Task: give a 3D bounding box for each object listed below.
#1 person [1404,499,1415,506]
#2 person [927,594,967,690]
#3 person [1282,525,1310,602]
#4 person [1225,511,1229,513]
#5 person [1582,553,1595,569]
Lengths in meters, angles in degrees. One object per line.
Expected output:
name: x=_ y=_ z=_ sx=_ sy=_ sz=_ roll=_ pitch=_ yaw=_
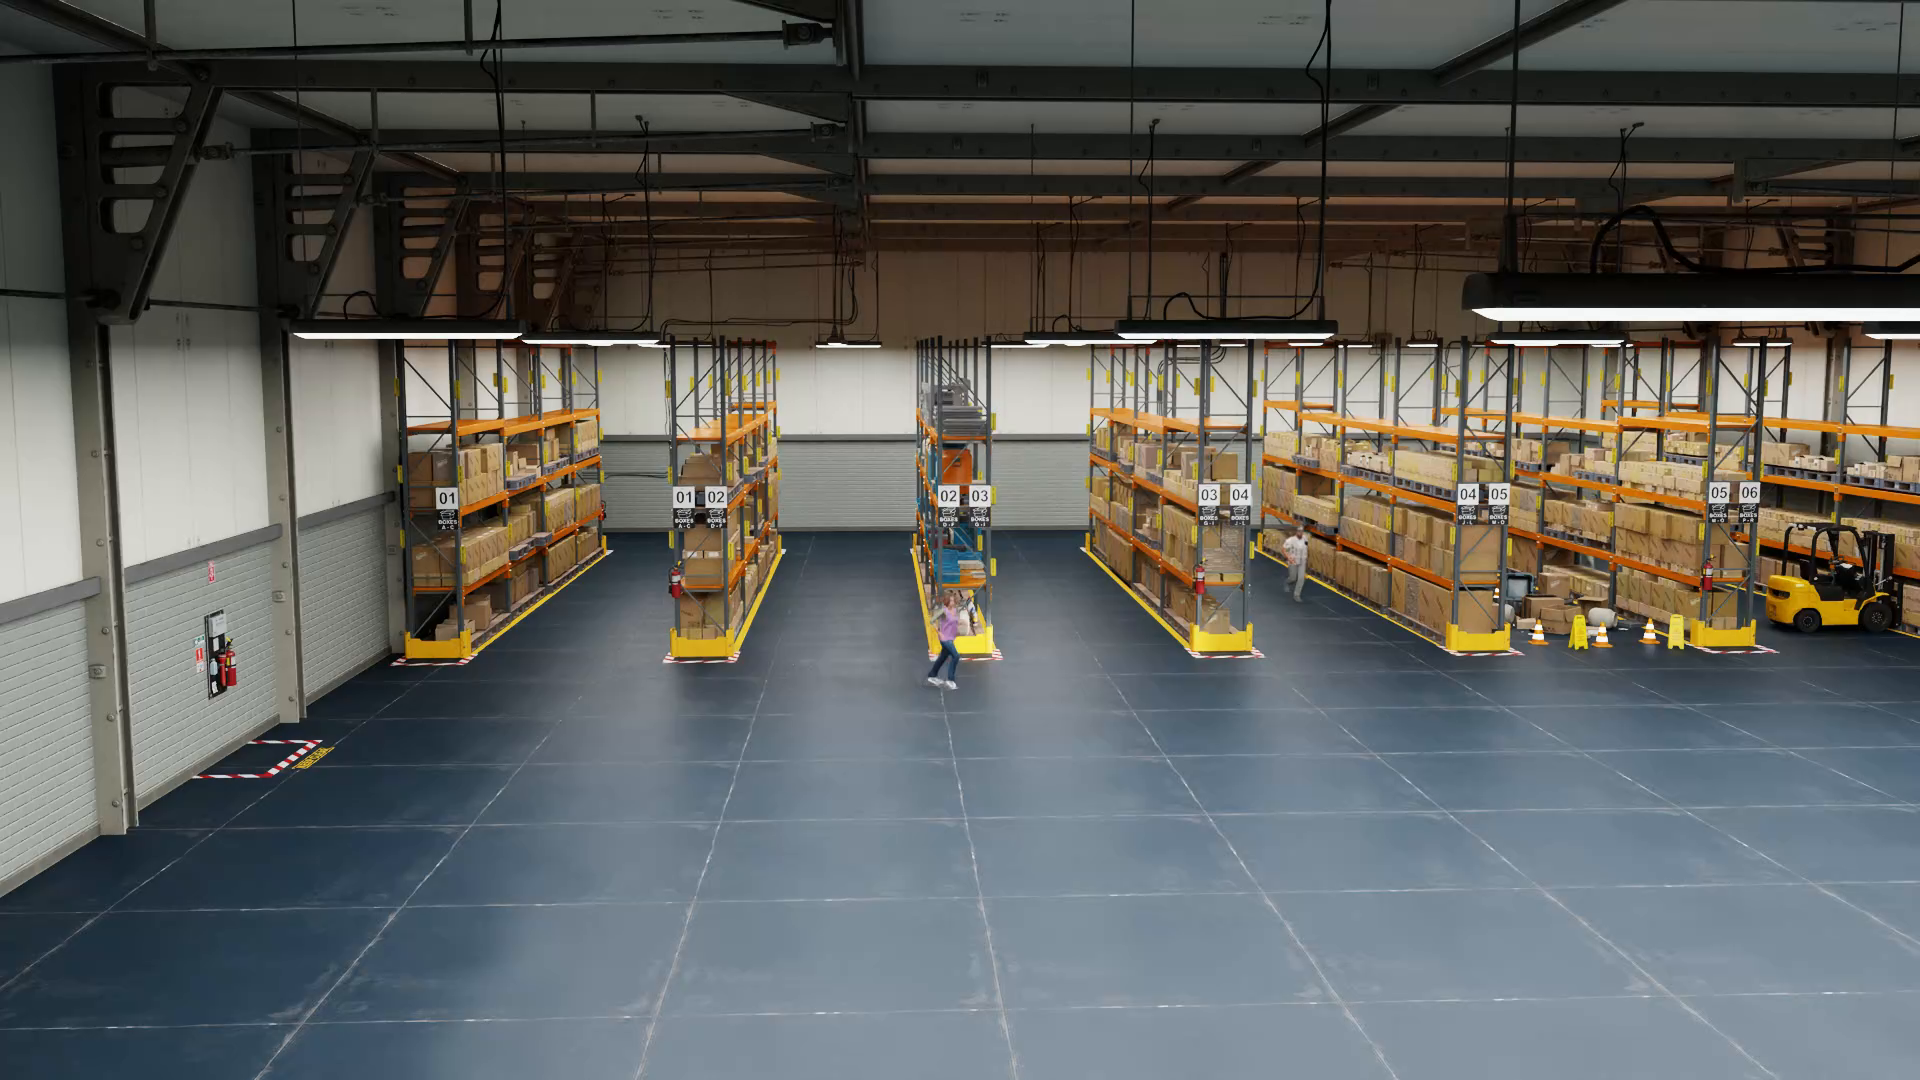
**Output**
person: x=13.388 y=-0.671 z=49.457 sx=0.752 sy=1.621 sz=0.649 roll=1 pitch=7 yaw=5
person: x=-0.220 y=1.734 z=28.297 sx=0.710 sy=1.648 sz=0.507 roll=3 pitch=7 yaw=23
person: x=7.772 y=0.513 z=38.399 sx=0.687 sy=1.759 sz=0.765 roll=-2 pitch=7 yaw=-13
person: x=7.644 y=-0.597 z=48.428 sx=0.765 sy=1.723 sz=0.851 roll=6 pitch=9 yaw=40
person: x=16.105 y=0.006 z=43.125 sx=0.614 sy=1.697 sz=0.921 roll=0 pitch=6 yaw=-1
